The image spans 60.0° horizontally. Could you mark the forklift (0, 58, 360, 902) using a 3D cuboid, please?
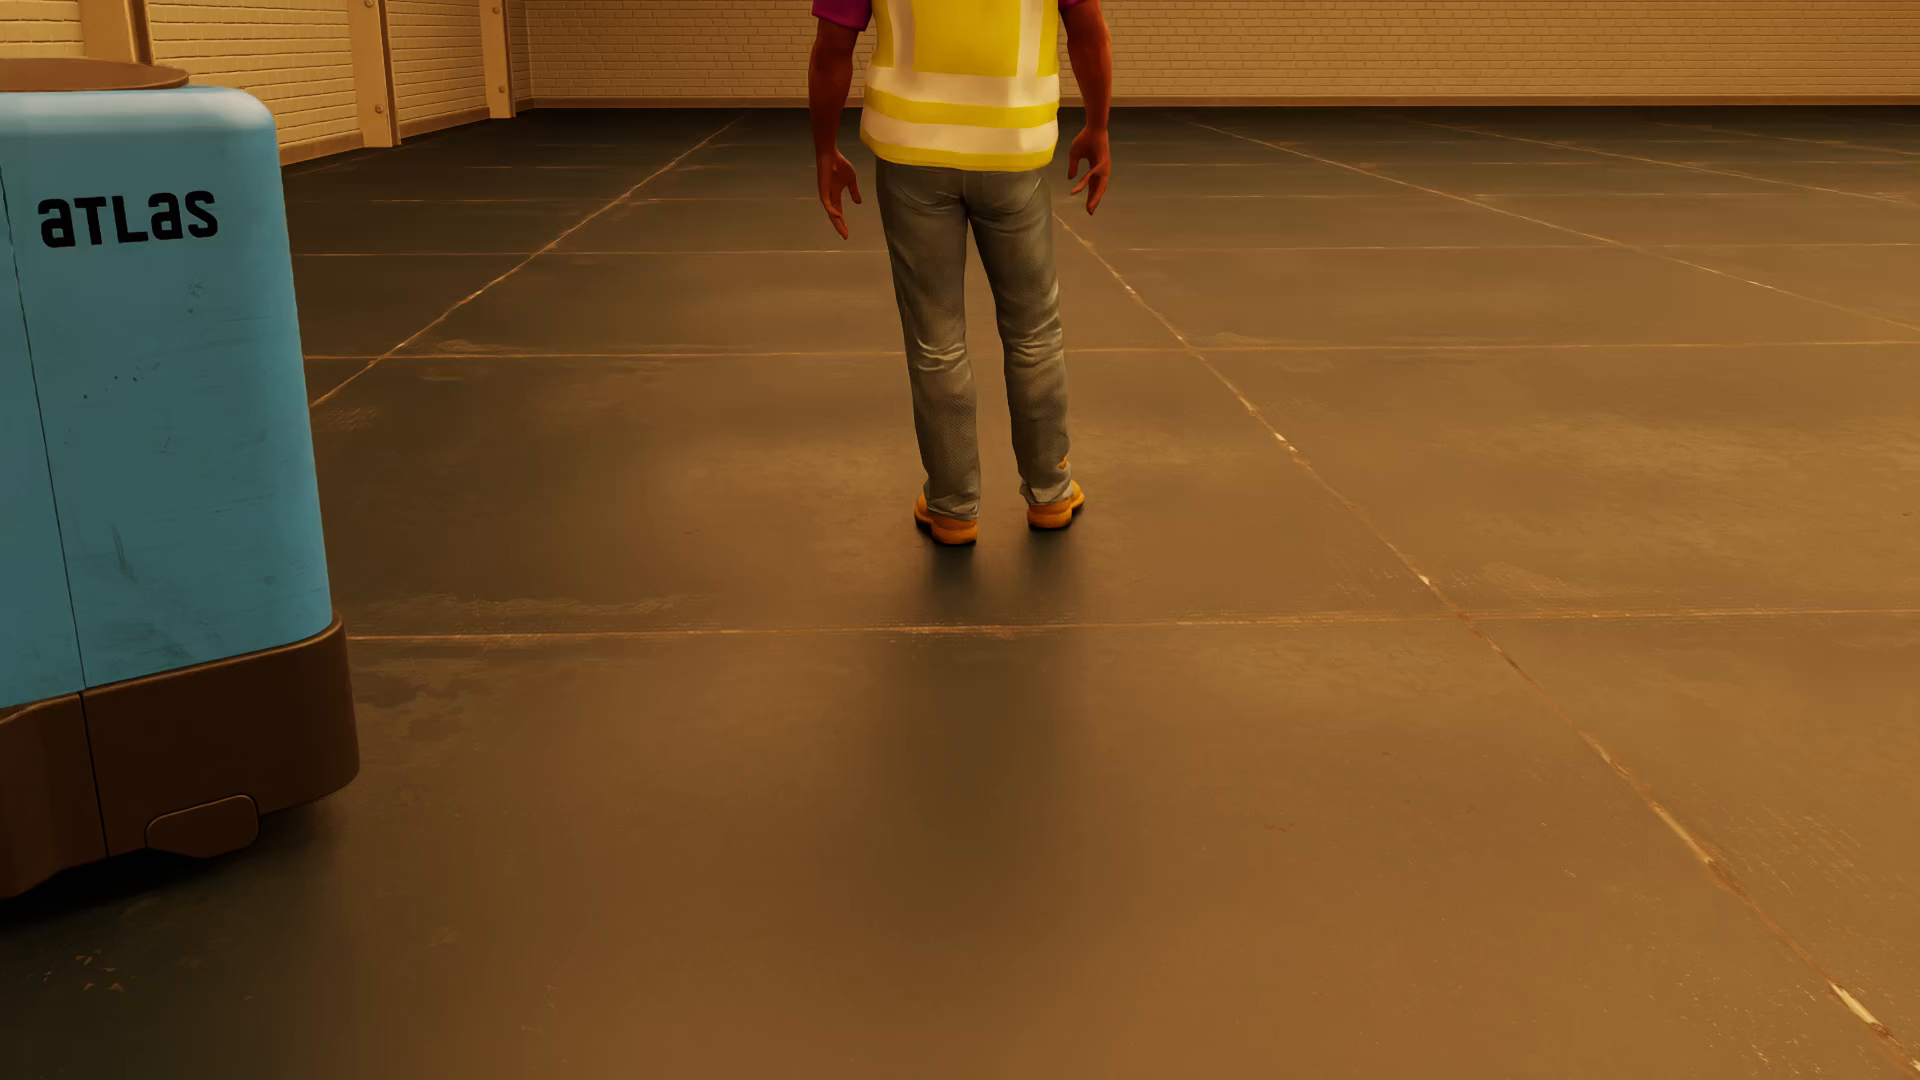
[{"bbox_3d":[-2.364,-0.805,1.539,3.031,2.935,1.130,-14,22,-38],"label":"forklift"}]

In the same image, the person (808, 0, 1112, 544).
[{"bbox_3d":[0.002,-0.872,3.724,0.666,1.765,0.577,-1,17,-3],"label":"person"}]
